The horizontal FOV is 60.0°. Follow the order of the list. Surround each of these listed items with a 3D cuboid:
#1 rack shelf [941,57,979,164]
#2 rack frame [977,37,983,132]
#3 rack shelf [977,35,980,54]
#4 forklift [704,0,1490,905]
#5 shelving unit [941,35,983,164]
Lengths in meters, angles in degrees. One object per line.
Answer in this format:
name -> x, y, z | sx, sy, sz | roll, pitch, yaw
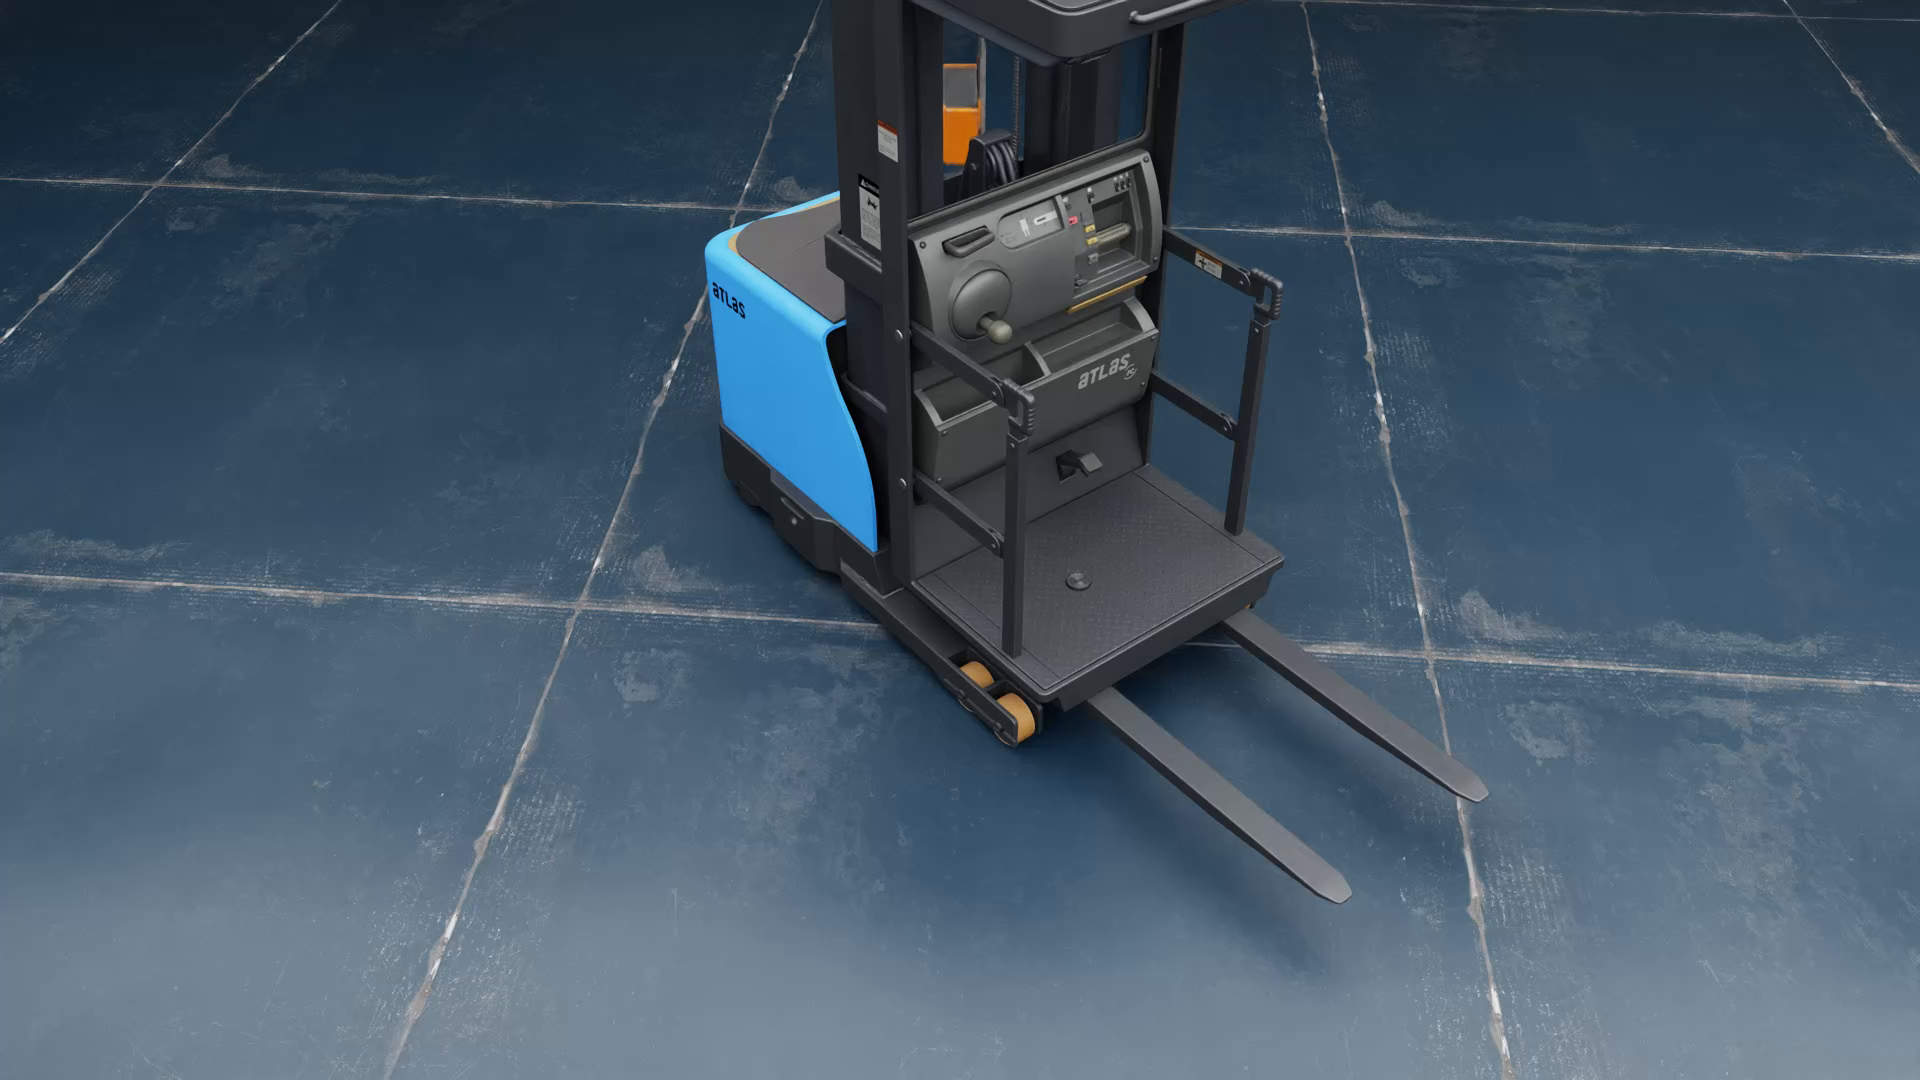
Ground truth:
rack shelf -> -0.167, -1.568, 6.535 | 0.480, 0.518, 0.431 | 0, 39, 0
rack frame -> 0.077, -1.579, 6.526 | 0.015, 2.100, 0.400 | 0, 39, 0
rack shelf -> -0.167, -2.111, 6.093 | 0.480, 0.518, 0.431 | 0, 39, 0
forklift -> 0.386, -0.827, 4.944 | 1.130, 2.935, 3.031 | -26, 46, -29
shelving unit -> -0.167, -1.579, 6.526 | 0.503, 2.100, 0.431 | 0, 39, 0
